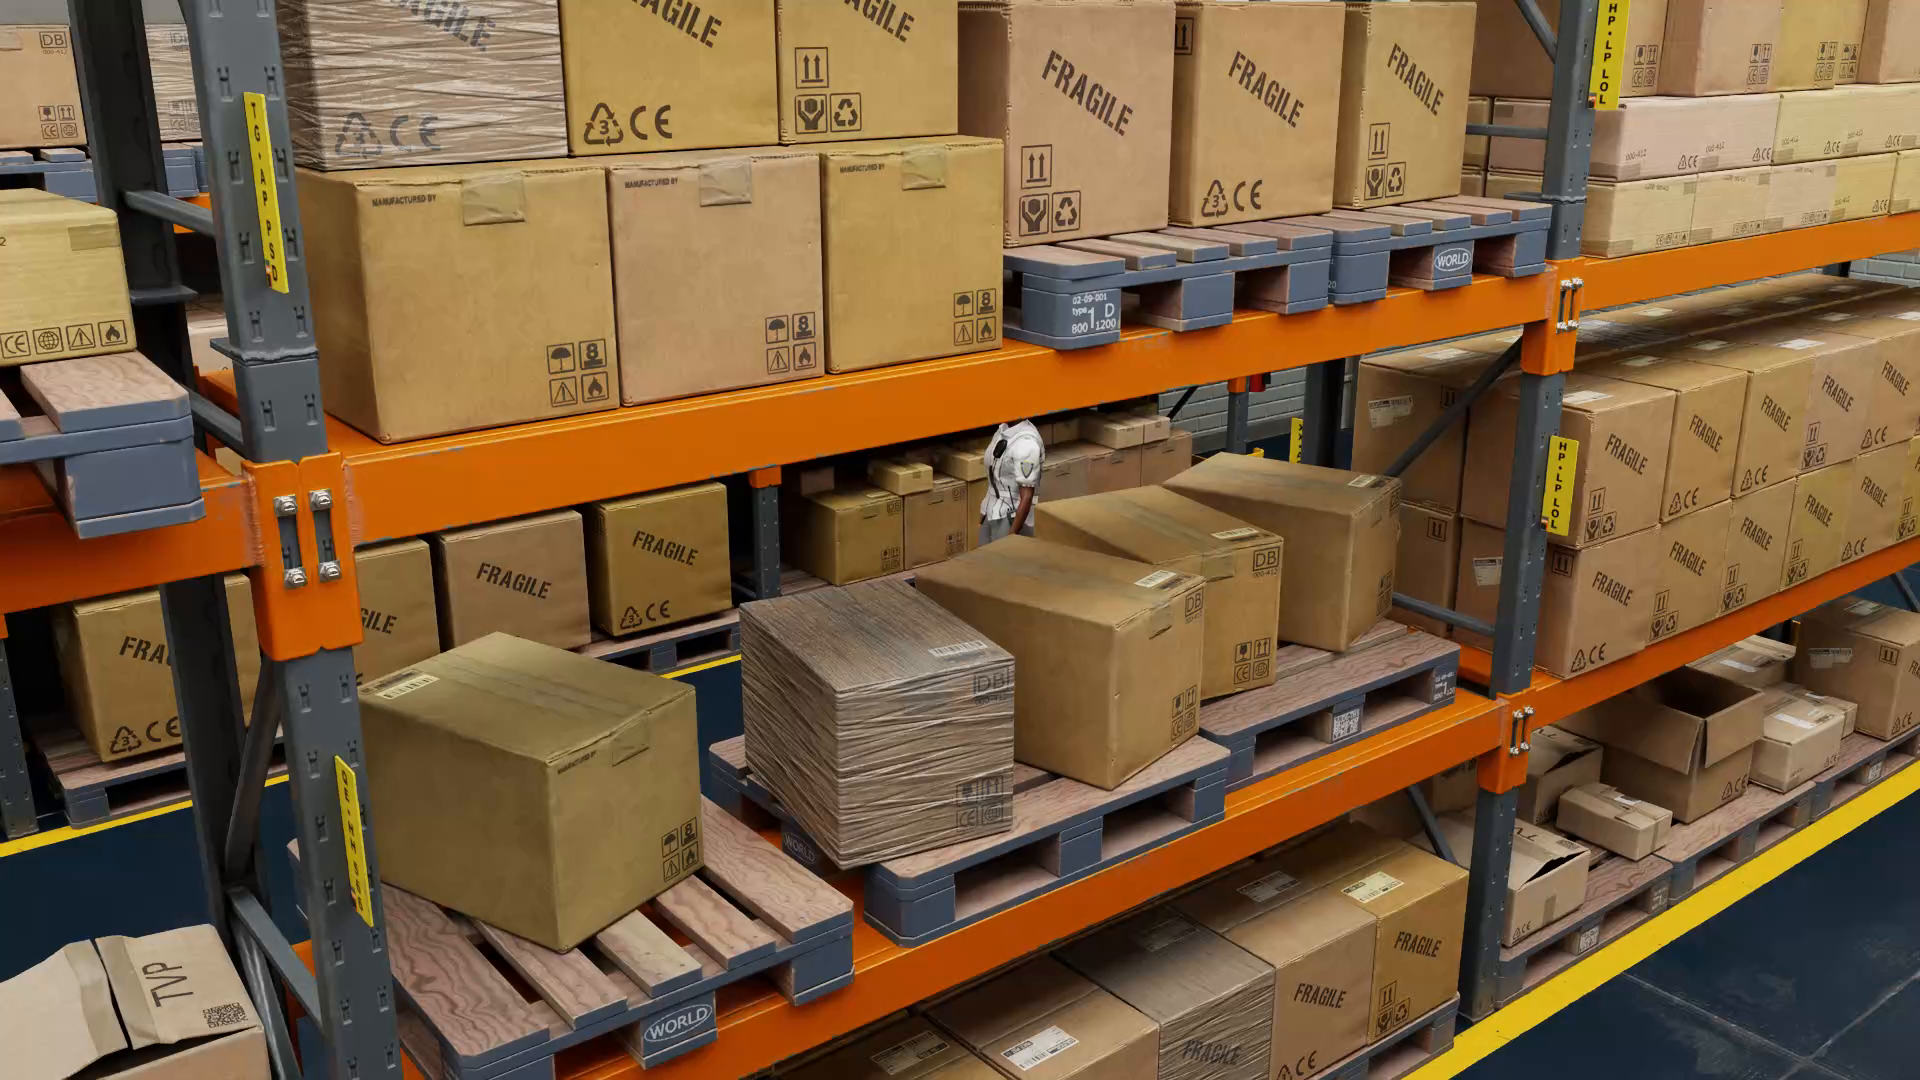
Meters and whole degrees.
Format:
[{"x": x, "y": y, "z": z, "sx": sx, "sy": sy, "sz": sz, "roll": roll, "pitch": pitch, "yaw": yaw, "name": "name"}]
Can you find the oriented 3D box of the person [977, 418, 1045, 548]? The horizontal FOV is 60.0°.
[{"x": 0.191, "y": -0.090, "z": 9.247, "sx": 0.527, "sy": 1.698, "sz": 0.570, "roll": -4, "pitch": 18, "yaw": -12, "name": "person"}]
